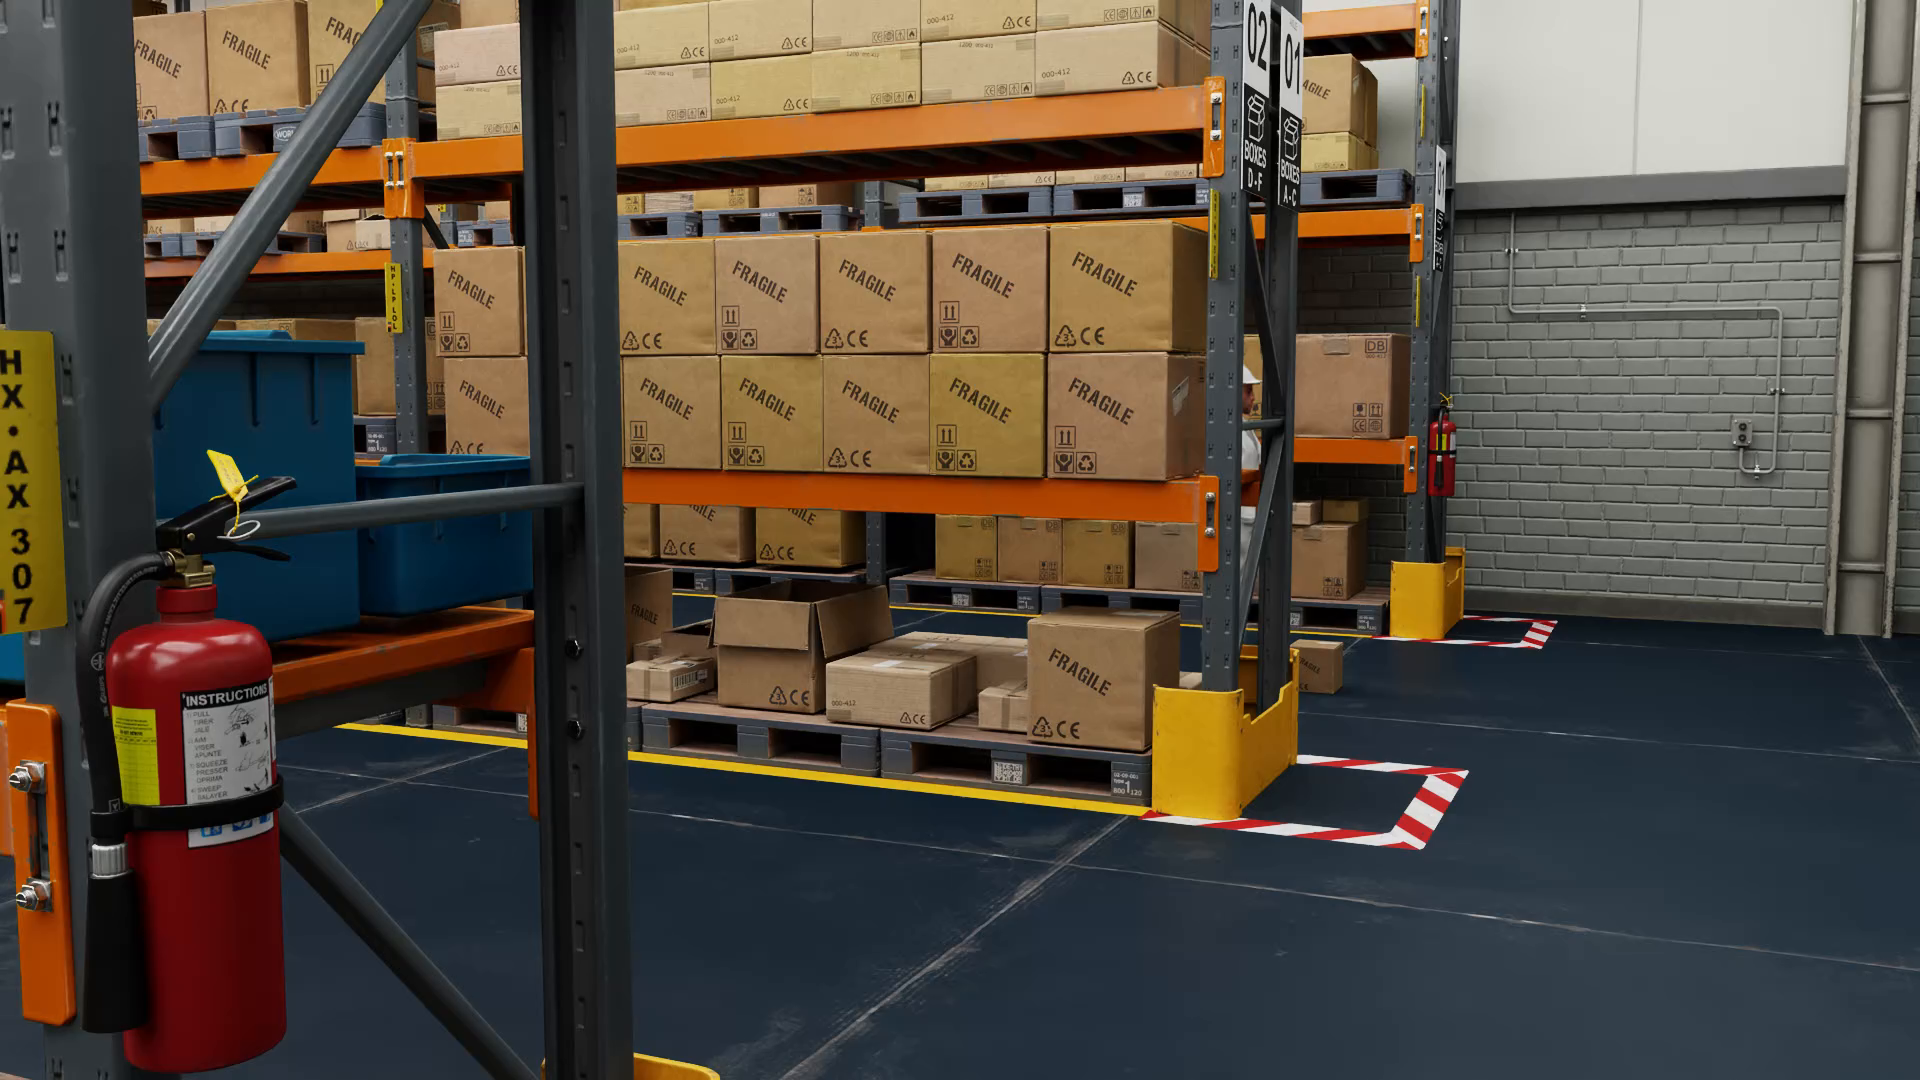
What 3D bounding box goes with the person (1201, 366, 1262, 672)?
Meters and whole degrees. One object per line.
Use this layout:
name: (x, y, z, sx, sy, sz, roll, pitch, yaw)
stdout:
person: (1.528, -0.082, 9.264, 0.345, 1.794, 0.525, 3, 6, 25)
